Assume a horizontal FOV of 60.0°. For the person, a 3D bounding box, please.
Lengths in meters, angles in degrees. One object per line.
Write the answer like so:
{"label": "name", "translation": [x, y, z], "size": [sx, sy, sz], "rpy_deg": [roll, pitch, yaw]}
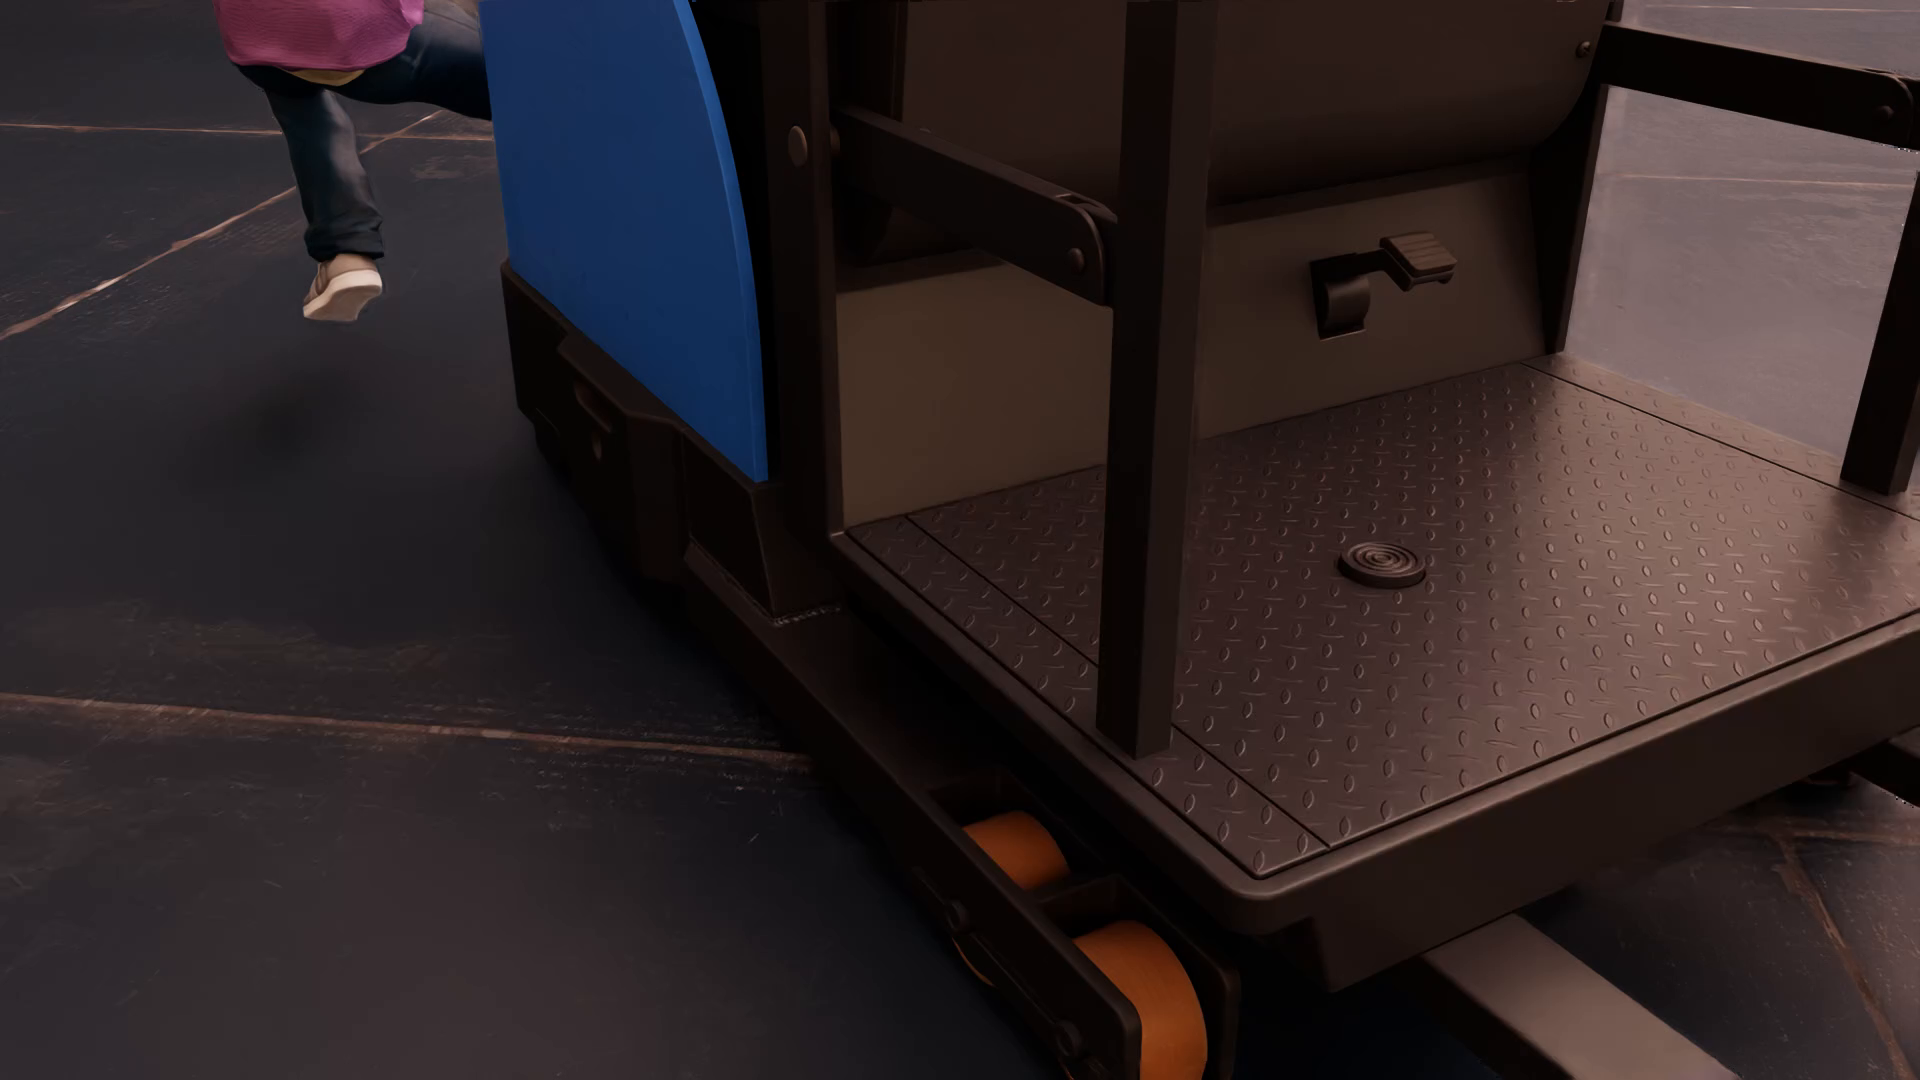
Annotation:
{"label": "person", "translation": [-0.980, -0.987, 2.932], "size": [0.762, 1.386, 0.689], "rpy_deg": [5, 27, 9]}

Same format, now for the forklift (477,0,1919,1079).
{"label": "forklift", "translation": [0.433, -1.039, 1.299], "size": [1.130, 2.935, 3.031], "rpy_deg": [-15, 30, -27]}
